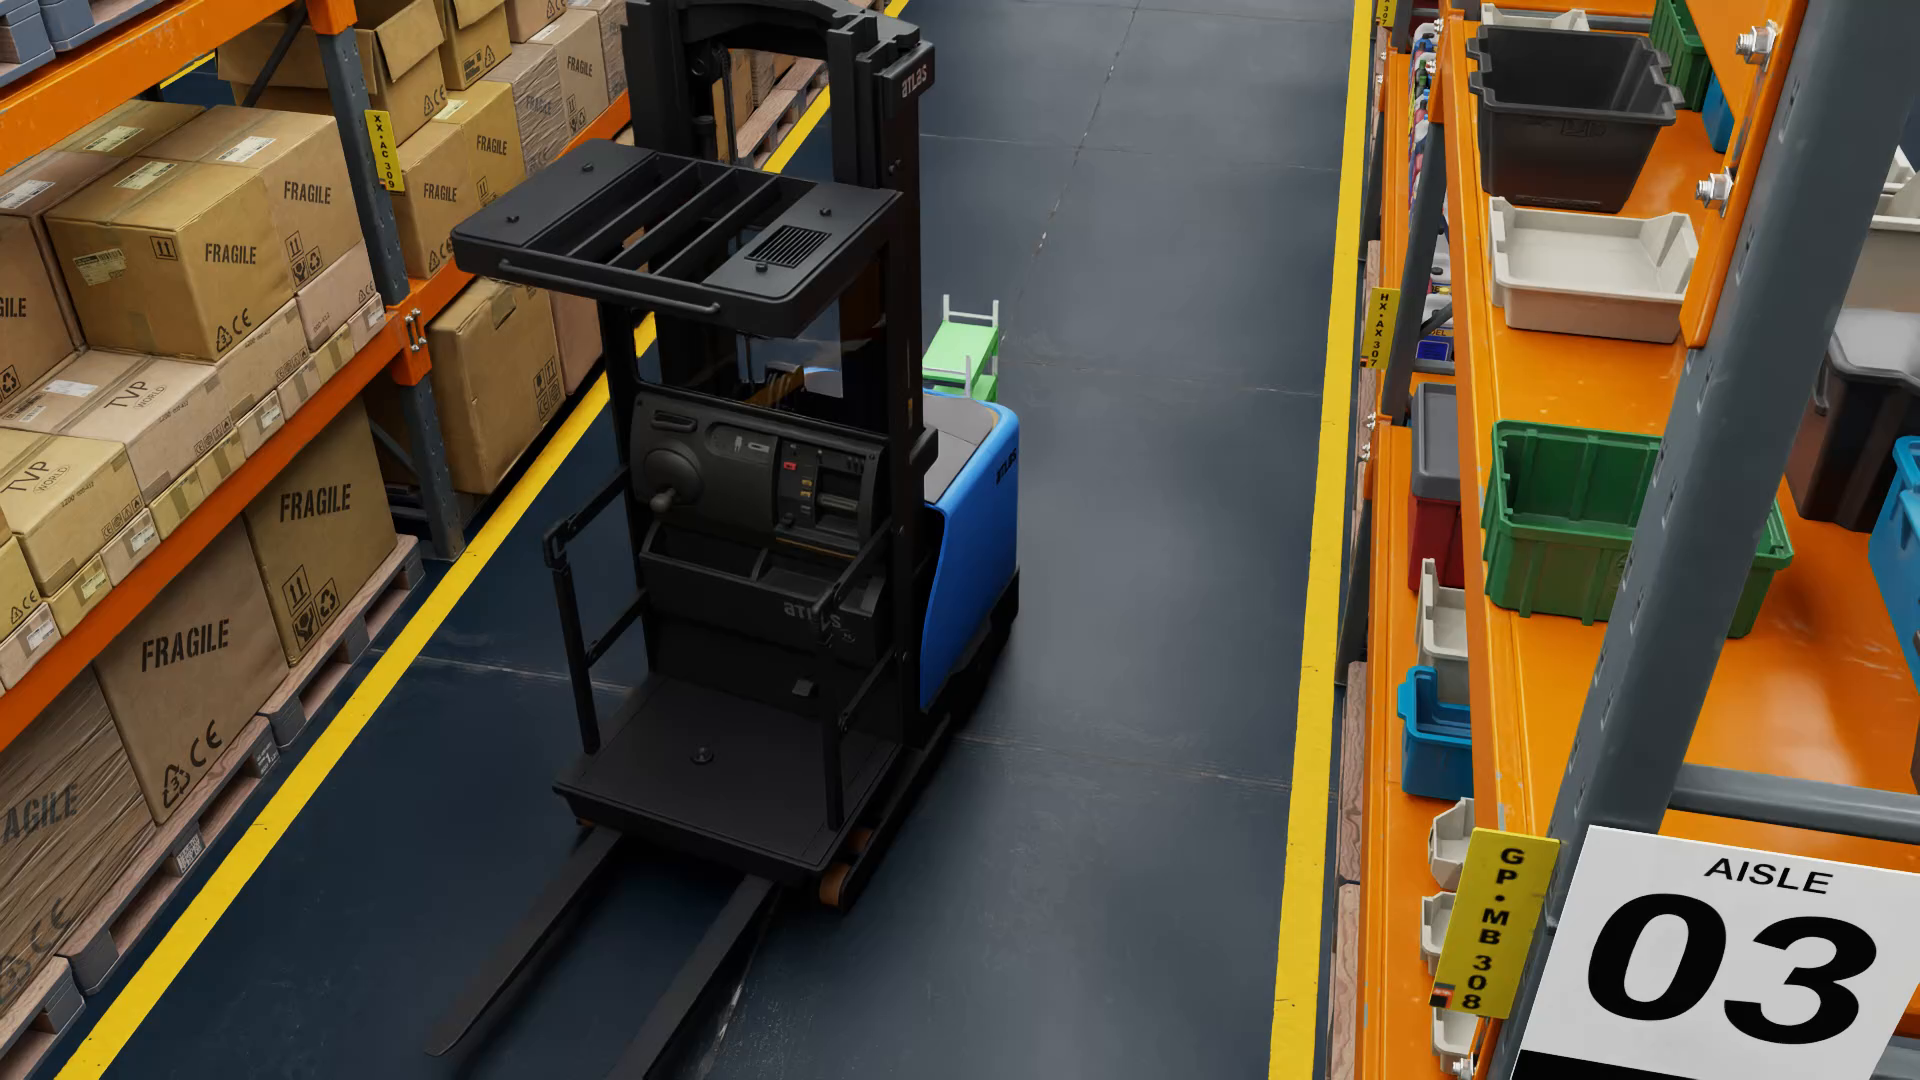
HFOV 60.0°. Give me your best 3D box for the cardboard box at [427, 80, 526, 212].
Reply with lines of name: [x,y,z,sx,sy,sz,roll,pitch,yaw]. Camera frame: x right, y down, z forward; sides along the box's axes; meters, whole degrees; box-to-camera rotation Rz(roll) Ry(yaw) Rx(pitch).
cardboard box: [-2.335,-1.763,7.541,0.500,0.500,0.500,7,37,10]

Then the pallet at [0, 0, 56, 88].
pallet: [-3.232,-1.215,4.390,1.003,0.211,1.213,7,37,10]

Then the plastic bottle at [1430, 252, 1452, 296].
plastic bottle: [1.901,-1.006,6.688,0.152,0.276,0.135,7,37,10]

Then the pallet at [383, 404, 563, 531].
pallet: [-2.693,-0.524,8.293,1.003,0.211,1.213,7,37,10]

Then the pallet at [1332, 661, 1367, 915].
pallet: [1.936,0.975,6.225,1.003,0.211,1.213,7,37,10]

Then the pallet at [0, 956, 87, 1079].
pallet: [-3.544,1.753,5.152,1.003,0.211,1.213,7,37,10]

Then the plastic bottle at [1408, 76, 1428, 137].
plastic bottle: [2.280,-2.150,8.260,0.061,0.283,0.133,7,37,10]

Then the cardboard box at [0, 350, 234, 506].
cardboard box: [-2.839,-0.386,5.600,0.500,0.250,0.500,8,37,11]

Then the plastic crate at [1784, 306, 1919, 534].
plastic crate: [1.795,-0.318,3.130,0.504,0.338,0.767,7,37,10]

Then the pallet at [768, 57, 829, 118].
pallet: [-1.498,-3.511,12.414,1.003,0.211,1.213,7,37,10]

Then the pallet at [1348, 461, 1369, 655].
pallet: [2.260,0.111,7.417,1.003,0.211,1.213,7,37,10]

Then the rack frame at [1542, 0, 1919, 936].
rack frame: [1.200,-0.717,1.071,1.000,3.000,0.127,7,37,10]

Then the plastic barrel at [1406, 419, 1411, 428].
plastic barrel: [2.339,-0.617,7.475,0.600,0.901,0.708,7,37,10]

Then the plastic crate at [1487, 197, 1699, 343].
plastic crate: [1.399,-0.611,3.706,0.437,0.136,0.530,7,37,10]

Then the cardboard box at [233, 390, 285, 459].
cardboard box: [-2.694,-0.442,6.018,0.380,0.149,0.250,8,37,11]

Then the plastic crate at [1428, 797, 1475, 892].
plastic crate: [1.354,0.806,4.256,0.298,0.136,0.250,7,37,10]

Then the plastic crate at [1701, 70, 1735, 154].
plastic crate: [2.172,-1.166,4.389,0.416,0.233,0.300,7,37,10]

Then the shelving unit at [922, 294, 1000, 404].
shelving unit: [-0.013,-0.412,7.296,0.258,1.200,0.503,8,37,12]

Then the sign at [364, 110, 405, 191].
sign: [-2.241,-1.515,6.480,0.100,0.325,0.005,7,37,10]

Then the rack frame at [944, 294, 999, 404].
rack frame: [0.047,-0.551,7.488,0.240,1.200,0.015,8,37,12]

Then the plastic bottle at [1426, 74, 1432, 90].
plastic bottle: [2.410,-2.278,8.447,0.097,0.271,0.097,0,36,0]

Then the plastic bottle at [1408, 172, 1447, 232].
plastic bottle: [2.087,-1.506,7.377,0.152,0.276,0.135,7,37,10]

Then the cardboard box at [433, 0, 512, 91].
cardboard box: [-2.498,-2.407,7.576,0.797,0.503,0.637,8,37,10]

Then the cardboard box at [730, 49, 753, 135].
cardboard box: [-1.806,-3.047,11.154,0.700,0.500,0.500,5,36,8]

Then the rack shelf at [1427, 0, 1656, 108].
rack shelf: [2.482,-2.651,6.908,1.077,0.370,4.000,7,37,10]

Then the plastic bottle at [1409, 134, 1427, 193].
plastic bottle: [2.167,-1.760,7.665,0.144,0.351,0.185,7,37,10]

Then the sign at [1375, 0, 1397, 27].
sign: [2.370,-3.005,9.201,0.100,0.325,0.005,7,37,10]

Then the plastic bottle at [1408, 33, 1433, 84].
plastic bottle: [2.449,-2.551,8.824,0.097,0.271,0.097,0,36,0]

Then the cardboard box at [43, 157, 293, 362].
cardboard box: [-2.732,-0.981,5.783,0.500,0.500,0.500,8,37,10]

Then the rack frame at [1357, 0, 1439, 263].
rack frame: [2.909,-2.874,9.159,1.000,3.000,0.127,7,37,10]

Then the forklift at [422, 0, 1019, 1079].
forklift: [-0.784,-0.159,5.472,1.130,2.935,3.031,14,38,18]

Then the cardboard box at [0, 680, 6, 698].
cardboard box: [-3.022,0.442,4.798,0.380,0.149,0.250,7,36,9]

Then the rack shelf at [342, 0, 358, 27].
rack shelf: [-2.357,-3.271,7.765,1.077,0.370,4.000,7,37,10]

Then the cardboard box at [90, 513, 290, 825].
cardboard box: [-3.195,0.373,6.132,0.875,0.875,0.875,7,37,10]

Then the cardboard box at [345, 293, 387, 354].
cardboard box: [-2.529,-0.884,6.628,0.380,0.149,0.250,8,37,10]

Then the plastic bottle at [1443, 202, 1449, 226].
plastic bottle: [2.009,-1.296,7.087,0.152,0.276,0.135,7,37,10]

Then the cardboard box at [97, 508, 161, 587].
cardboard box: [-2.859,-0.001,5.410,0.380,0.149,0.250,8,37,11]

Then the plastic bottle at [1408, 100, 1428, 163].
plastic bottle: [2.210,-1.962,8.001,0.061,0.283,0.133,7,37,10]

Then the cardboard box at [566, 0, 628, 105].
cardboard box: [-2.013,-2.638,8.749,0.500,0.500,0.500,6,36,8]

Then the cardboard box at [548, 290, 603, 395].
cardboard box: [-2.477,-1.393,8.569,1.225,0.875,0.875,6,36,8]

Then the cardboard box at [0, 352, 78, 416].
cardboard box: [-3.356,-0.443,5.679,0.500,0.250,0.500,8,37,11]

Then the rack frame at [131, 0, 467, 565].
rack frame: [-2.784,-1.202,6.852,1.000,3.000,0.127,7,37,10]

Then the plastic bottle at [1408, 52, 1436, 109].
plastic bottle: [2.402,-2.351,8.543,0.152,0.276,0.135,7,37,10]

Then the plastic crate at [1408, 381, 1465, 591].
plastic crate: [1.619,-0.150,5.296,0.402,0.464,0.583,7,37,10]

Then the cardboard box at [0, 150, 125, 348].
cardboard box: [-3.249,-1.041,5.866,0.500,0.500,0.500,7,37,10]

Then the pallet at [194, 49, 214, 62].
pallet: [-6.249,-4.185,13.345,1.003,0.211,1.213,7,37,10]

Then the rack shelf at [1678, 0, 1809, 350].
rack shelf: [1.628,-1.410,2.981,1.077,0.370,4.000,7,37,10]
